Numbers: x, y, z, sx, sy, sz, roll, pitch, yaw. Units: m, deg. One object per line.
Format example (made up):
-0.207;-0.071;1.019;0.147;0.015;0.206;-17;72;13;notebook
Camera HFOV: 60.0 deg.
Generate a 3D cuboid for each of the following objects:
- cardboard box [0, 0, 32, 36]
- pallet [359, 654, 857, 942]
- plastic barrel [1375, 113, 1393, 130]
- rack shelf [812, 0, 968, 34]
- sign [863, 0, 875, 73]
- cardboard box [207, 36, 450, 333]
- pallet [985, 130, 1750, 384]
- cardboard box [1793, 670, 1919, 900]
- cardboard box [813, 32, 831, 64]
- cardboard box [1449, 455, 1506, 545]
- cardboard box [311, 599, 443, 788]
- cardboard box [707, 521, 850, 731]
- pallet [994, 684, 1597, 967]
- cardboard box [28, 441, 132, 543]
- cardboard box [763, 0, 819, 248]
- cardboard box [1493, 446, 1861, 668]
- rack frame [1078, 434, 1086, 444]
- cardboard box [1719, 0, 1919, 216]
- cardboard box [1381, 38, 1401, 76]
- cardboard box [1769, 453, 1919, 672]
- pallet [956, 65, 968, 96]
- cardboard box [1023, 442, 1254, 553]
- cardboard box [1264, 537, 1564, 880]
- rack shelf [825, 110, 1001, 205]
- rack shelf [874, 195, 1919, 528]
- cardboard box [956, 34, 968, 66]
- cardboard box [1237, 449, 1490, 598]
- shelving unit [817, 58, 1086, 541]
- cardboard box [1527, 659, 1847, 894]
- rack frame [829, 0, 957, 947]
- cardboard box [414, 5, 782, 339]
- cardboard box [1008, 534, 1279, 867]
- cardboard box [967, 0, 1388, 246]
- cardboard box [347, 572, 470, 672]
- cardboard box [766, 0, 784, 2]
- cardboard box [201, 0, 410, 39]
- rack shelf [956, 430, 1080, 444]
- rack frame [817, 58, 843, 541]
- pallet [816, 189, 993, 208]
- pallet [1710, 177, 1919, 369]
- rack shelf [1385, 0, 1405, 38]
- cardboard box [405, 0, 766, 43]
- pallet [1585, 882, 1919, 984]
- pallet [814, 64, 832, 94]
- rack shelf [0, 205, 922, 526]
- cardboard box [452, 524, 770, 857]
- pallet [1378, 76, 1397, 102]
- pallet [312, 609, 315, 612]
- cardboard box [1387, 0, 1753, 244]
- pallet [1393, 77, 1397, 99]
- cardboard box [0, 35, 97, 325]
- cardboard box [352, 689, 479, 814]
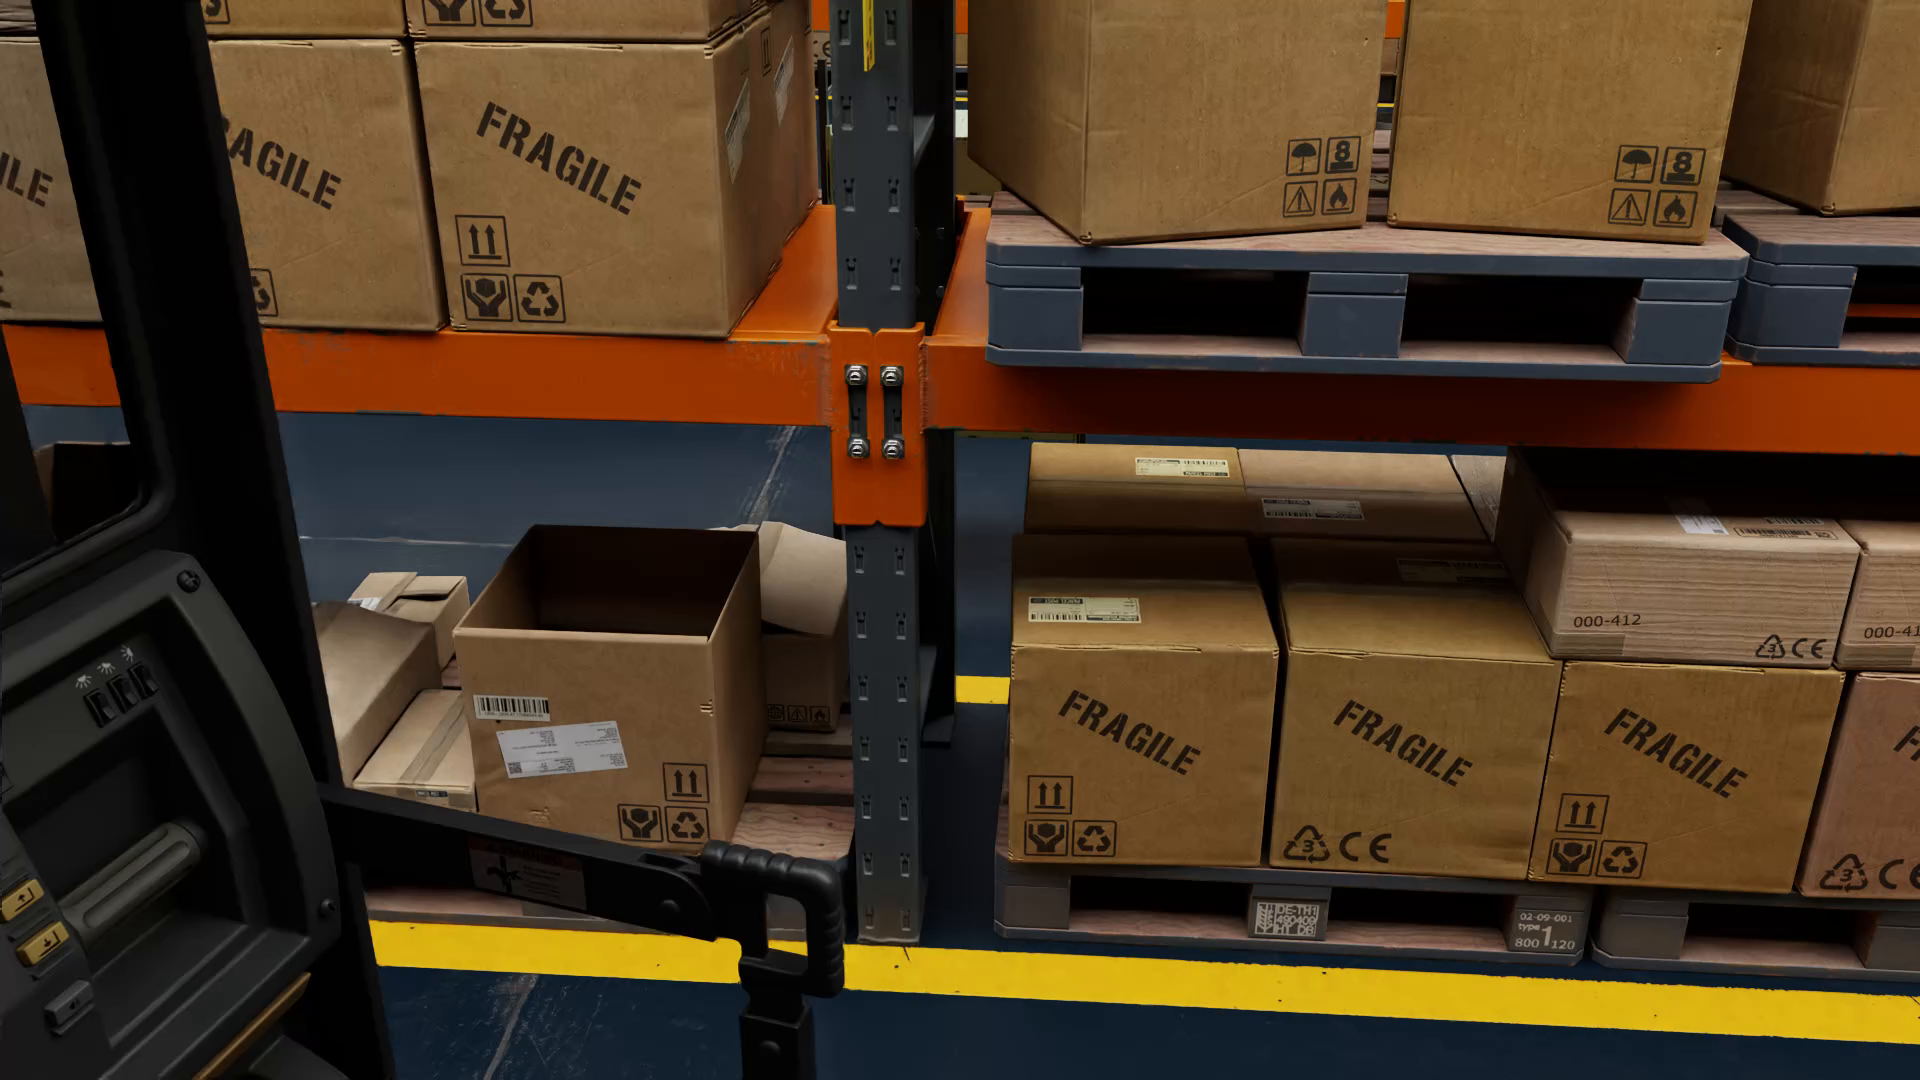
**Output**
-1.647;-1.173;2.895;0.500;0.500;0.500;2;25;4;cardboard box
-0.795;0.511;3.888;1.213;0.211;1.003;2;25;4;pallet
2.076;-1.756;7.952;0.421;0.512;0.421;0;25;0;plastic barrel
-1.721;-2.535;8.032;4.000;0.370;1.077;2;25;4;rack shelf
-0.144;-0.900;2.583;0.005;0.325;0.100;2;25;4;sign
-1.142;-0.704;3.072;0.500;0.500;0.500;3;25;5;cardboard box
0.678;-0.575;3.142;1.213;0.211;1.003;2;25;4;pallet
1.888;0.367;3.328;0.500;0.500;0.500;1;25;2;cardboard box
-0.897;-4.171;12.766;0.875;0.875;0.875;2;25;4;cardboard box
1.396;0.134;3.835;0.500;0.500;0.500;2;25;5;cardboard box
-1.448;0.364;3.561;0.500;0.311;0.500;2;25;4;cardboard box
-0.512;0.184;3.951;0.500;0.311;0.500;2;25;4;cardboard box
0.704;0.543;3.817;1.213;0.211;1.003;2;25;4;pallet
-1.984;0.143;3.812;0.637;0.503;0.797;2;25;4;cardboard box
-0.597;-0.909;3.517;0.500;0.500;0.500;2;25;5;cardboard box
1.351;0.010;3.206;0.500;0.250;0.500;2;25;4;cardboard box
0.372;-0.669;4.911;0.023;1.500;0.400;2;25;4;rack frame
1.656;-0.939;3.080;0.500;0.500;0.700;-4;25;-9;cardboard box
3.066;-4.022;12.443;0.875;0.875;1.225;2;25;4;cardboard box
1.851;0.026;3.171;0.500;0.250;0.500;1;25;3;cardboard box
-0.100;-3.652;12.935;1.213;0.211;1.003;2;25;4;pallet
0.404;0.098;3.912;0.500;0.500;0.500;2;25;4;cardboard box
0.886;0.332;3.405;0.500;0.500;0.500;2;25;5;cardboard box
0.007;-1.036;4.773;0.720;0.370;0.431;2;25;4;rack shelf
1.884;-0.343;3.267;4.000;0.370;1.077;2;25;4;rack shelf
0.000;-4.142;12.703;0.875;0.875;0.875;2;25;4;cardboard box
0.896;0.118;3.870;0.500;0.500;0.500;2;25;4;cardboard box
0.007;-0.681;4.936;0.755;1.500;0.431;2;25;4;shelving unit
1.384;0.351;3.364;0.500;0.500;0.500;2;25;5;cardboard box
-0.110;-0.734;3.256;0.127;3.000;1.000;2;25;4;rack frame
-0.628;-0.688;3.037;0.500;0.500;0.500;2;25;5;cardboard box
0.354;0.319;3.432;0.500;0.500;0.500;1;25;2;cardboard box
0.345;-0.861;2.912;0.500;0.500;0.700;-6;25;-14;cardboard box
-1.375;0.227;4.032;0.250;0.166;0.380;2;25;4;cardboard box
-0.558;-1.366;3.314;0.500;0.500;0.500;2;25;5;cardboard box
-1.145;-1.157;2.860;0.500;0.500;0.500;1;25;3;cardboard box
0.007;-0.385;5.072;0.720;0.370;0.431;2;25;4;rack shelf
-0.358;-0.693;4.962;0.023;1.500;0.400;2;25;4;rack frame
-0.463;-1.539;8.341;1.213;0.211;1.003;2;25;4;pallet
1.939;-0.579;3.149;1.213;0.211;1.003;2;25;4;pallet
2.267;-2.407;7.754;4.000;0.370;1.077;2;25;4;rack shelf
-0.634;-1.142;2.827;0.500;0.500;0.500;2;25;4;cardboard box
1.924;0.581;3.734;1.213;0.211;1.003;2;25;4;pallet
-1.320;-3.690;13.018;1.213;0.211;1.003;2;25;4;pallet
-2.104;-0.471;3.545;4.000;0.370;1.077;2;25;4;rack shelf
-0.700;0.302;3.469;0.500;0.500;0.500;2;25;4;cardboard box
2.647;-3.564;12.744;1.213;0.211;1.003;2;25;4;pallet
-2.014;0.473;3.970;1.213;0.211;1.003;2;25;4;pallet
1.036;-0.866;2.921;0.500;0.500;0.700;6;25;12;cardboard box
3.860;-3.524;12.656;1.213;0.211;1.003;2;25;4;pallet
-1.655;-0.720;3.106;0.500;0.500;0.500;2;25;5;cardboard box
-1.078;0.475;3.514;0.250;0.149;0.380;2;25;4;cardboard box
